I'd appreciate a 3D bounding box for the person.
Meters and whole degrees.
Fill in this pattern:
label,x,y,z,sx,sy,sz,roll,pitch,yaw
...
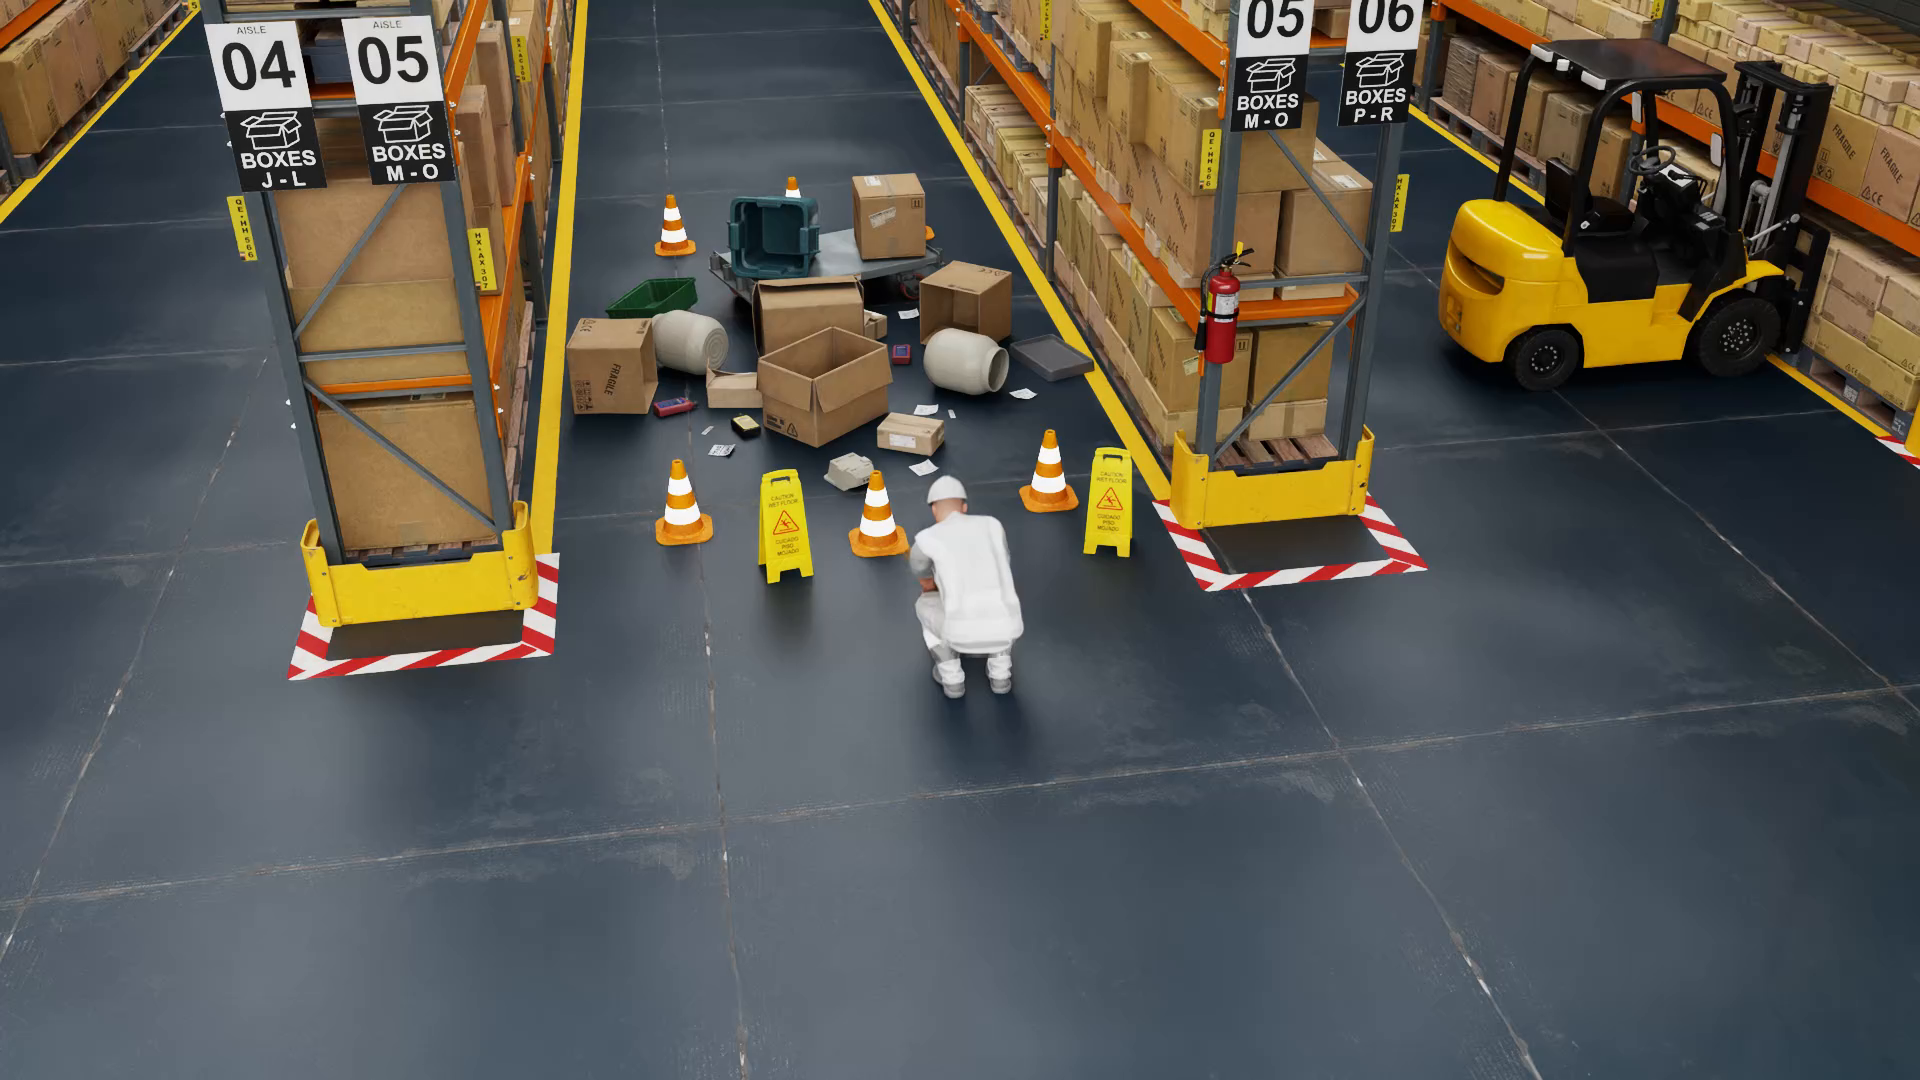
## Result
label,x,y,z,sx,sy,sz,roll,pitch,yaw
person,0.030,0.235,8.509,0.551,0.996,0.891,-6,31,-10
